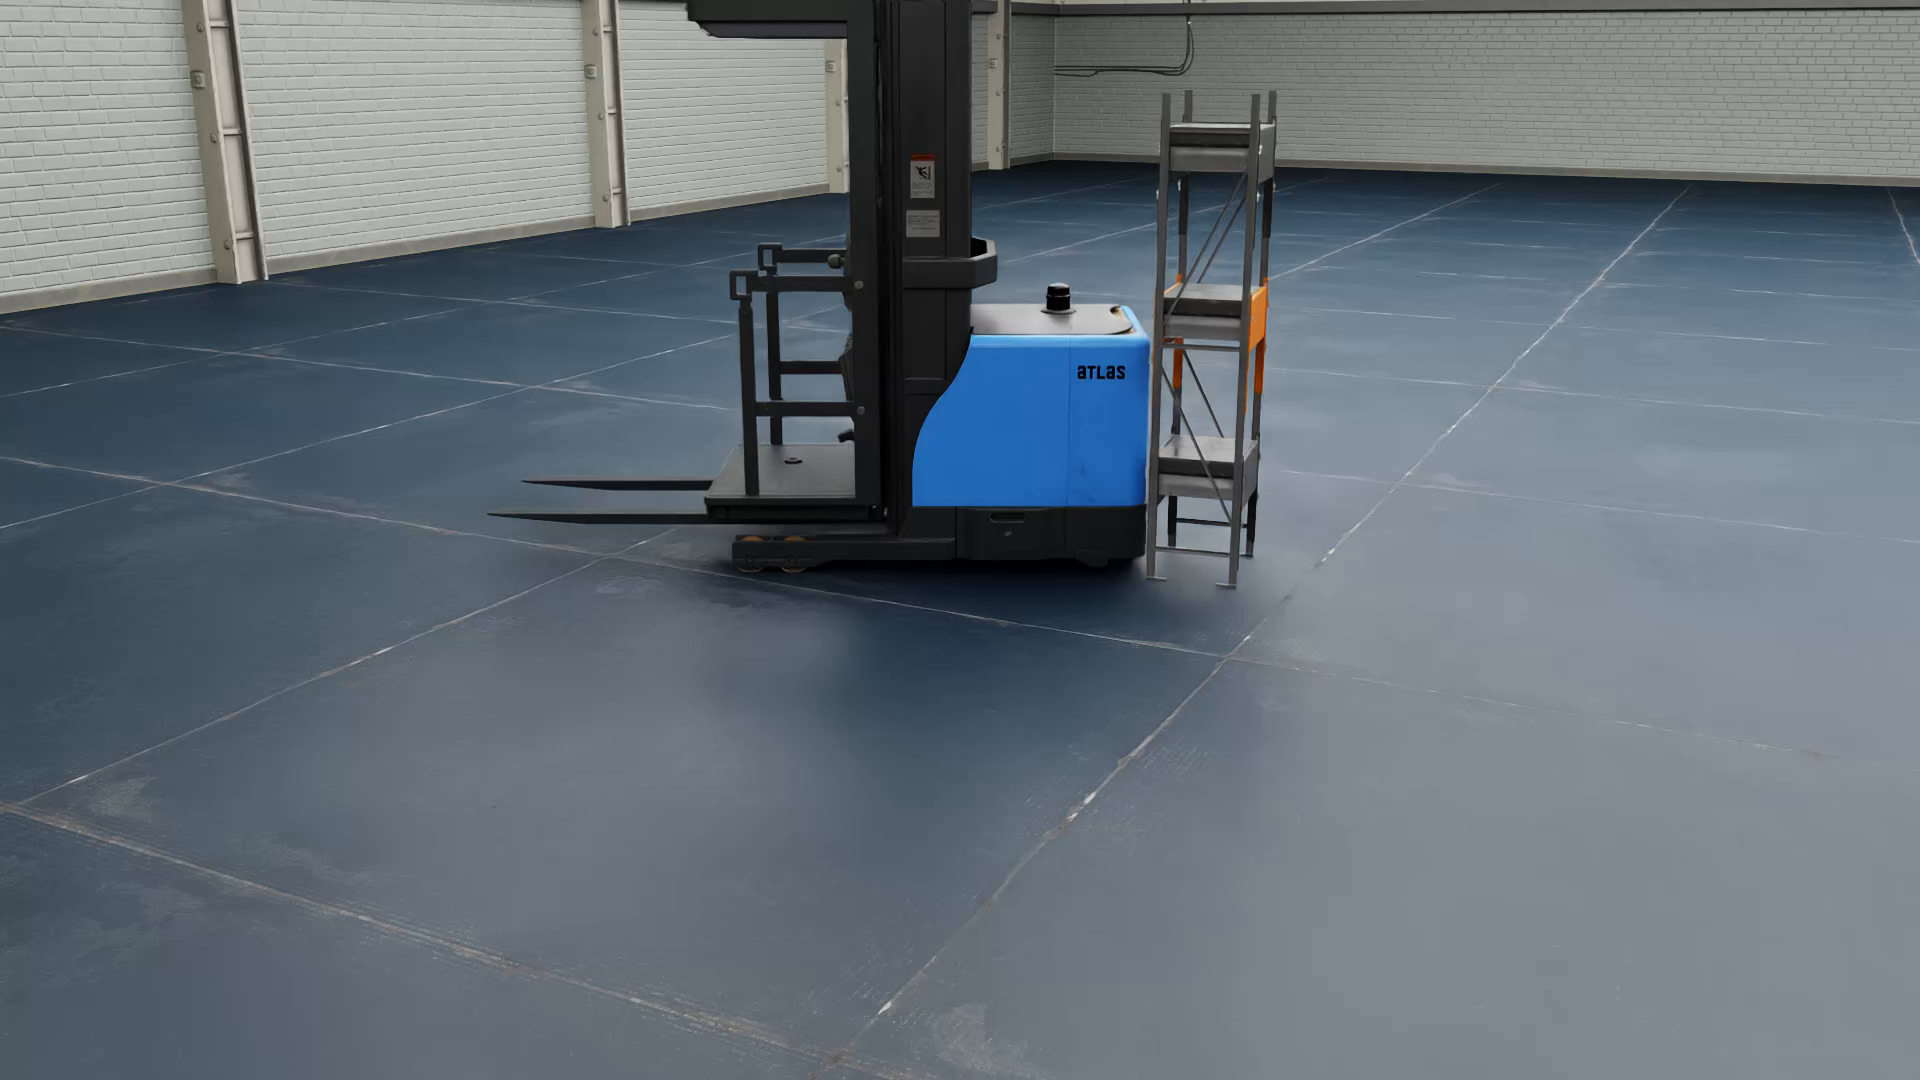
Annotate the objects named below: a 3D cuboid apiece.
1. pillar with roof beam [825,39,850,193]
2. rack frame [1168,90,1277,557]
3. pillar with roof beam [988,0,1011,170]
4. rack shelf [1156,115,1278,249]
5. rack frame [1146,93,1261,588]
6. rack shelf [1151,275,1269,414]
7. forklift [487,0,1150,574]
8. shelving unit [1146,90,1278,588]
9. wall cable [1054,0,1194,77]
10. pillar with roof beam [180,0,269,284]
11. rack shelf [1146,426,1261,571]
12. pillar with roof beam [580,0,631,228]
[{"bbox_3d":[1.922,-9.459,24.066,9.100,9.000,0.400,8,18,25],"label":"pillar with roof beam"},{"bbox_3d":[1.177,-0.947,7.520,0.400,2.100,0.015,5,17,17],"label":"rack frame"},{"bbox_3d":[4.603,-10.987,29.211,9.100,9.000,0.400,8,18,25],"label":"pillar with roof beam"},{"bbox_3d":[1.100,-1.538,7.102,0.431,0.518,0.480,5,17,17],"label":"rack shelf"},{"bbox_3d":[1.024,-0.814,7.076,0.400,2.100,0.015,5,17,17],"label":"rack frame"},{"bbox_3d":[1.100,-0.867,7.302,0.431,0.518,0.480,5,17,17],"label":"rack shelf"},{"bbox_3d":[-0.662,-1.404,7.604,3.031,2.935,1.130,0,17,0],"label":"forklift"},{"bbox_3d":[1.100,-0.880,7.298,0.431,2.100,0.503,5,17,17],"label":"shelving unit"},{"bbox_3d":[3.251,-10.629,33.458,3.097,2.526,0.112,8,18,25],"label":"wall cable"},{"bbox_3d":[-3.440,-6.402,13.775,9.100,9.000,0.400,8,18,25],"label":"pillar with roof beam"},{"bbox_3d":[1.101,-0.196,7.503,0.431,0.518,0.480,5,17,17],"label":"rack shelf"},{"bbox_3d":[-0.759,-7.931,18.920,9.100,9.000,0.400,8,18,25],"label":"pillar with roof beam"}]
